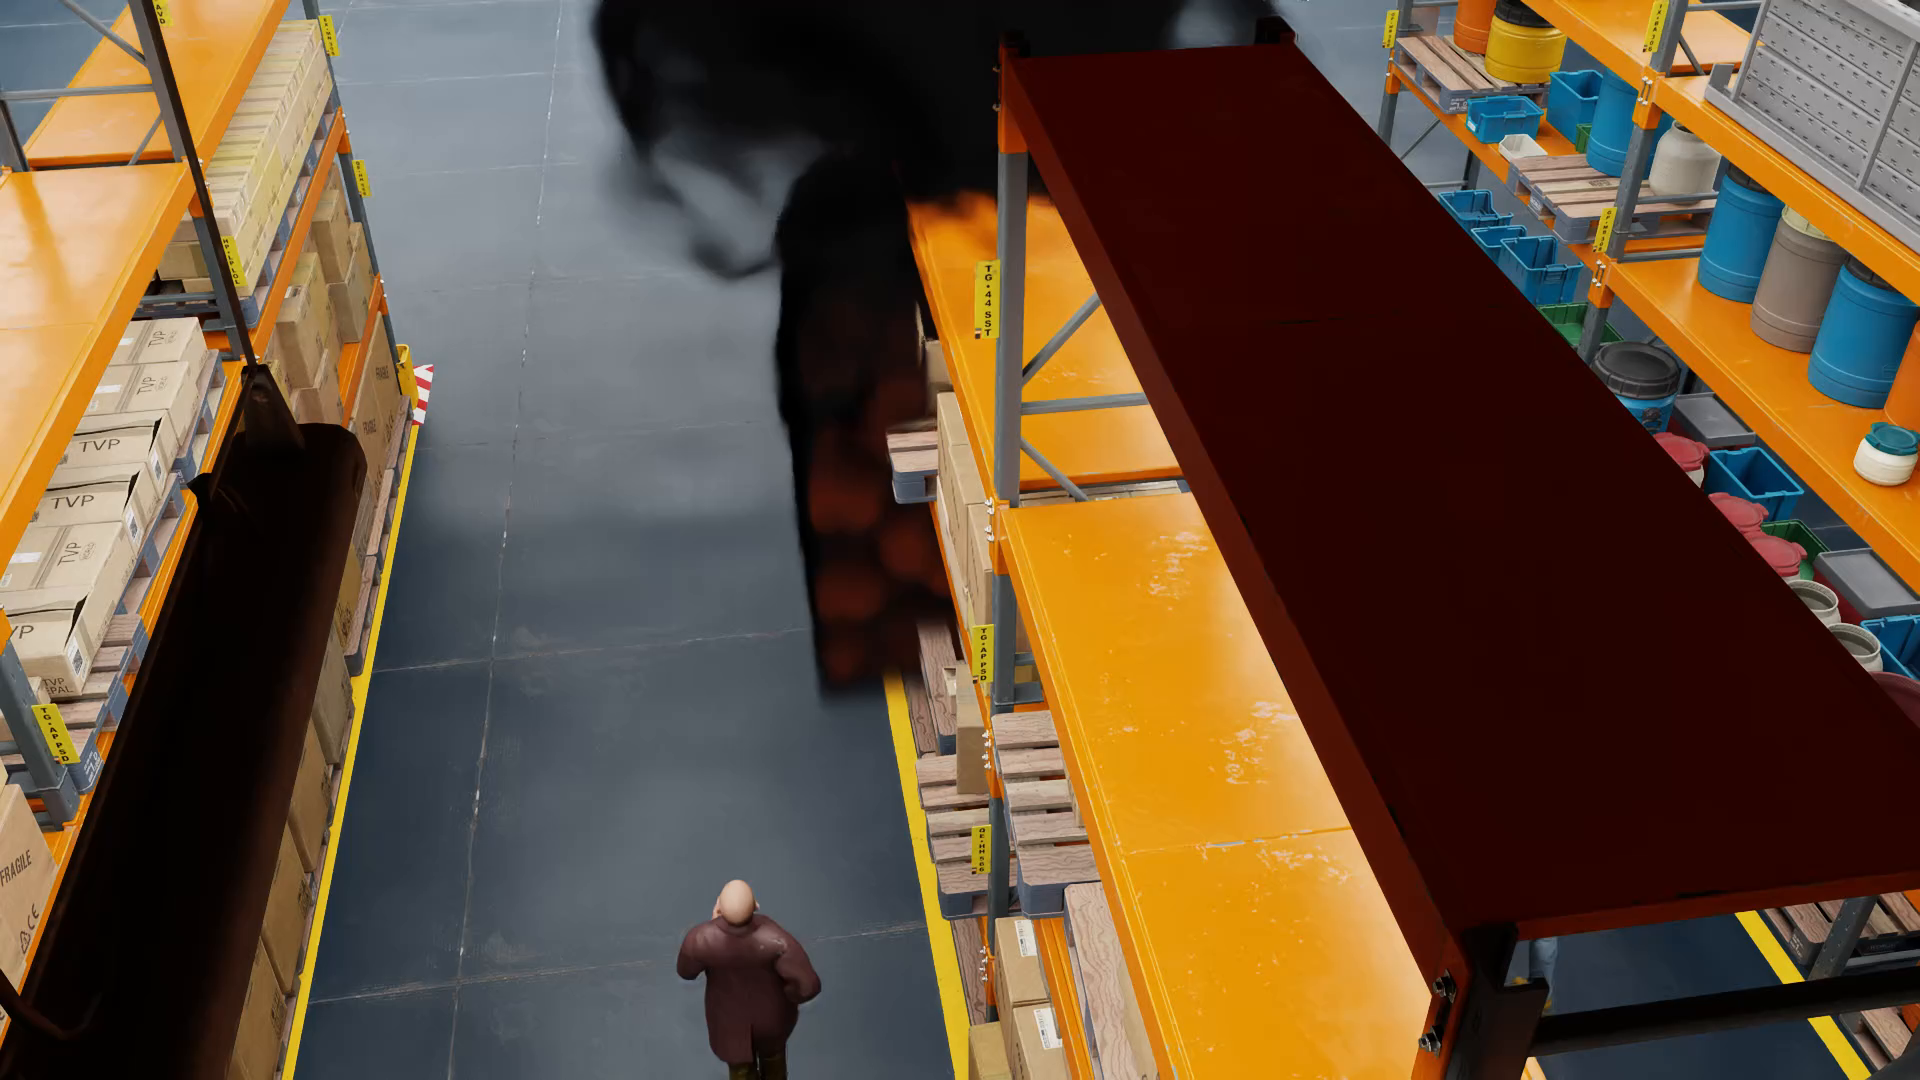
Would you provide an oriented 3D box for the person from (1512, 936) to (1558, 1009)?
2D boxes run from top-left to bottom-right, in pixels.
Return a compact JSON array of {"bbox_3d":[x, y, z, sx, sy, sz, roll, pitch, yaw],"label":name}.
[{"bbox_3d":[3.087,1.755,9.068,0.640,1.812,0.837,-8,37,-10],"label":"person"}]

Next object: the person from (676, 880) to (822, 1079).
[{"bbox_3d":[-1.037,2.346,8.307,0.682,1.896,0.769,-6,37,-8],"label":"person"}]
